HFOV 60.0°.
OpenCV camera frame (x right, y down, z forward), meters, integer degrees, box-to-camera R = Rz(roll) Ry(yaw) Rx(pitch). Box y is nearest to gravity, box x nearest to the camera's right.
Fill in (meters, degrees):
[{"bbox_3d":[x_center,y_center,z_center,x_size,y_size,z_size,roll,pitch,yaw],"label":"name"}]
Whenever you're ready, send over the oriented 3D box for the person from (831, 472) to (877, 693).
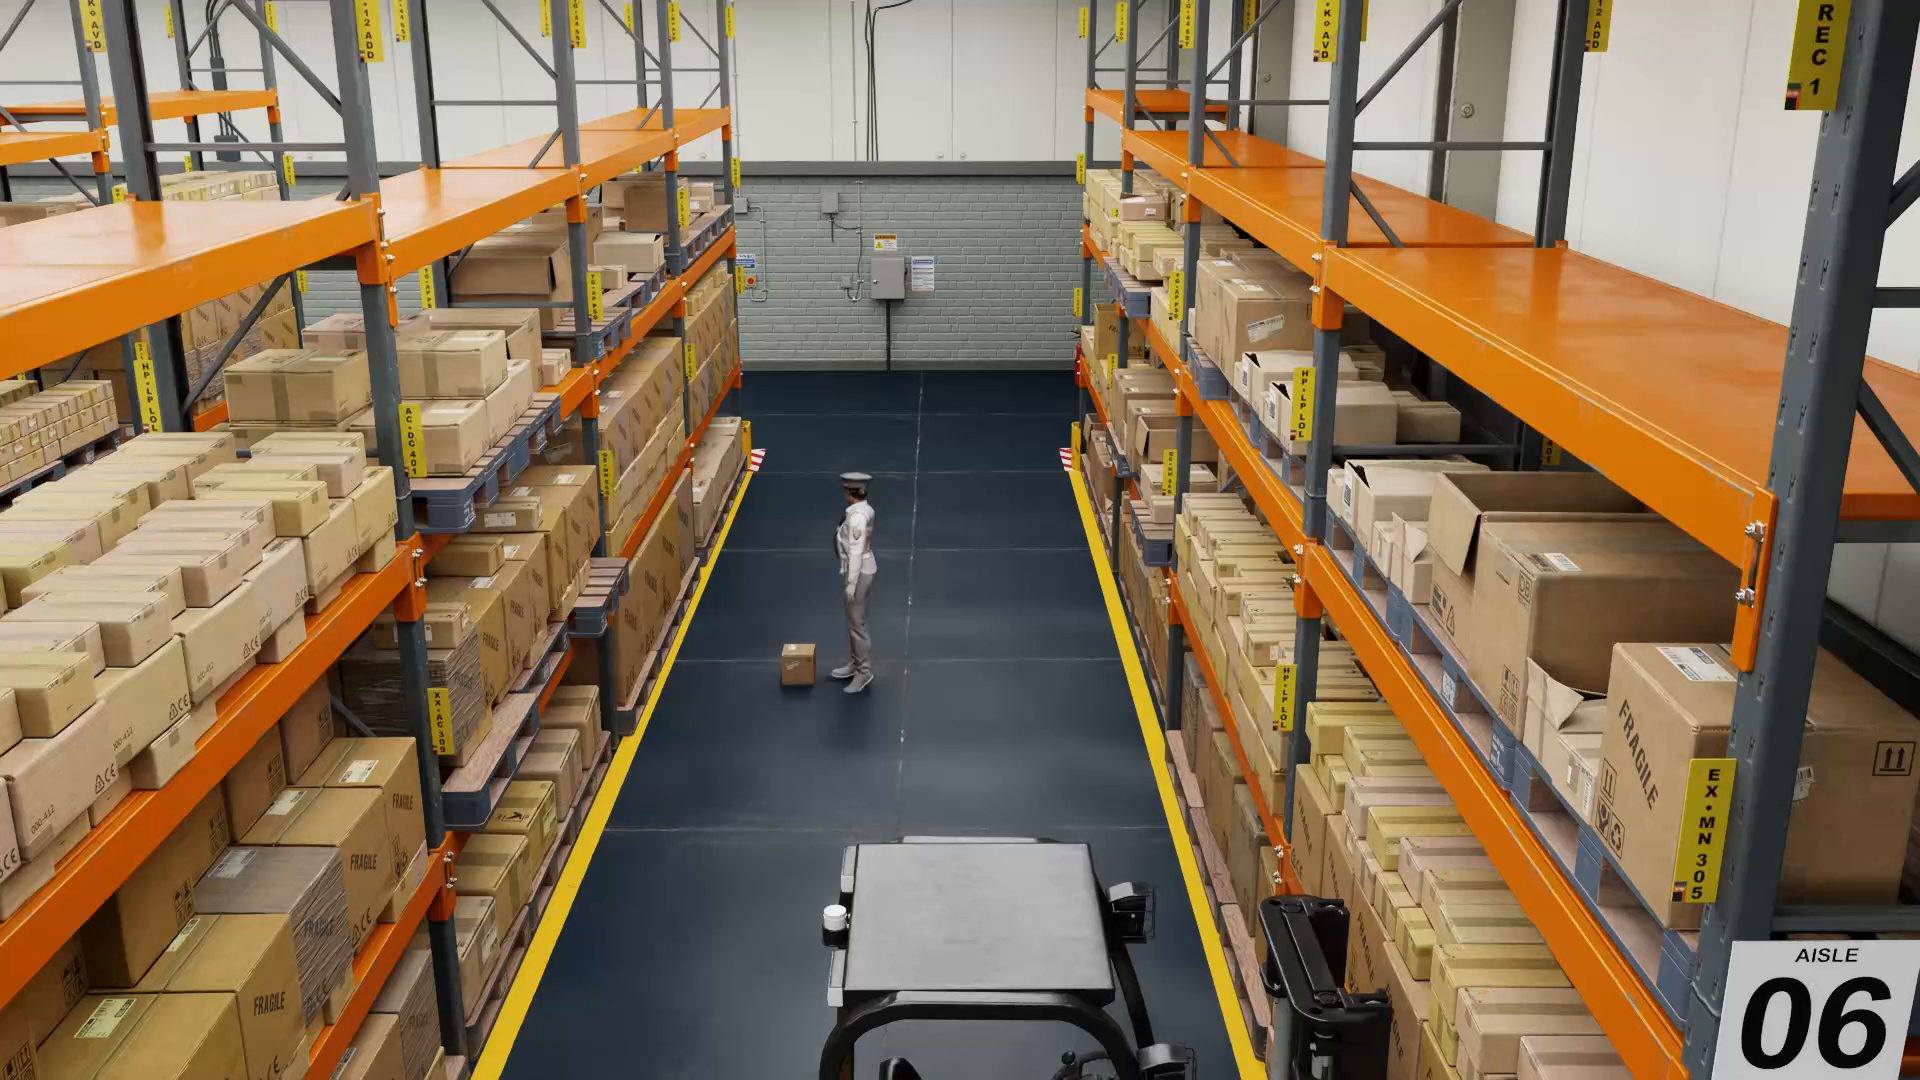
[{"bbox_3d":[-0.841,0.322,13.032,0.383,1.717,0.584,0,17,0],"label":"person"}]
